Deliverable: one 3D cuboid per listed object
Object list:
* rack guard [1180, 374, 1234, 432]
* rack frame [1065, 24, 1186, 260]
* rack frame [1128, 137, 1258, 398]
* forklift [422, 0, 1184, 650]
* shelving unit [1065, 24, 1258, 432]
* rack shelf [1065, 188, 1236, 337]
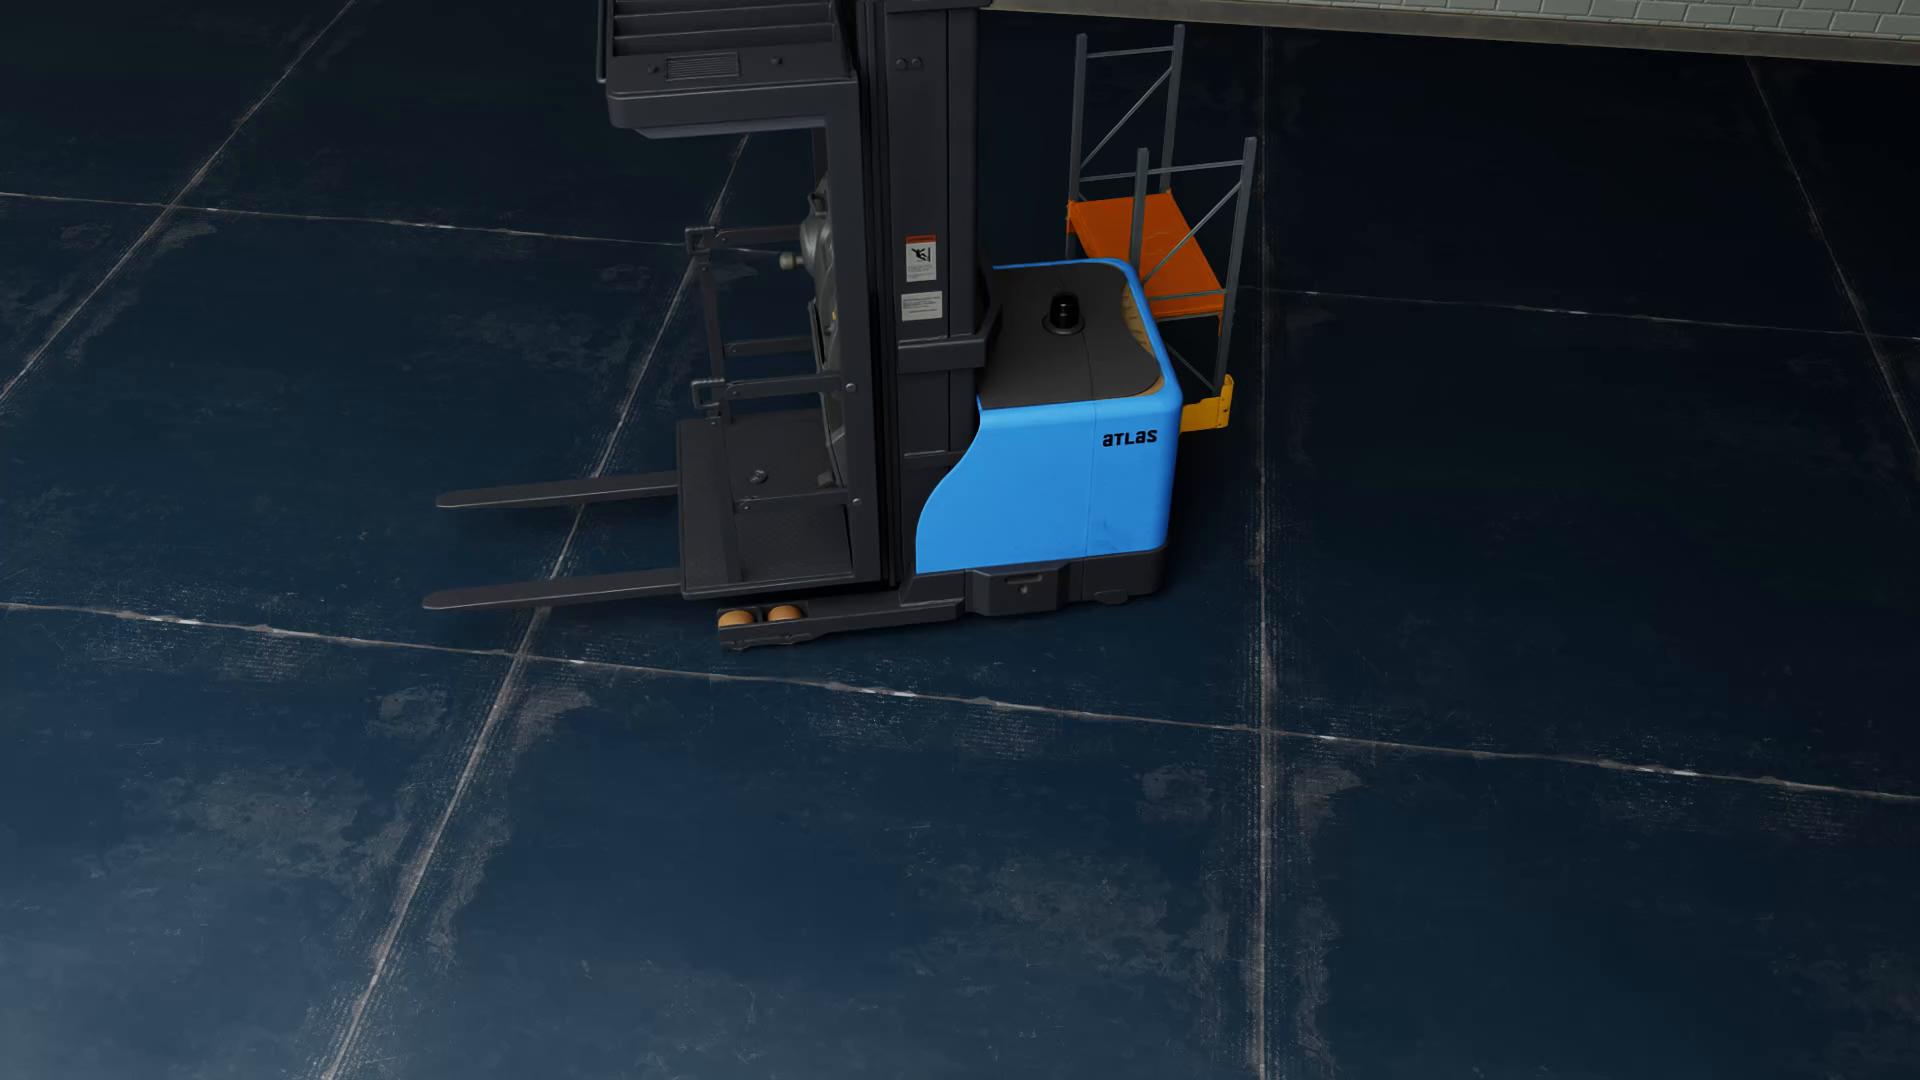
[{"bbox_3d":[0.968,-0.613,7.716,0.587,0.250,0.087,-8,44,-8],"label":"rack guard"},{"bbox_3d":[0.772,-1.752,8.009,0.500,1.500,0.032,-8,44,-8],"label":"rack frame"},{"bbox_3d":[0.968,-1.066,7.285,0.500,1.500,0.032,-8,44,-8],"label":"rack frame"},{"bbox_3d":[-0.695,-1.007,6.182,3.031,2.935,1.130,-6,44,-6],"label":"forklift"},{"bbox_3d":[0.872,-1.403,7.641,0.587,1.500,1.083,-8,44,-8],"label":"shelving unit"},{"bbox_3d":[0.870,-1.278,7.771,0.538,0.185,1.000,-8,44,-8],"label":"rack shelf"}]
